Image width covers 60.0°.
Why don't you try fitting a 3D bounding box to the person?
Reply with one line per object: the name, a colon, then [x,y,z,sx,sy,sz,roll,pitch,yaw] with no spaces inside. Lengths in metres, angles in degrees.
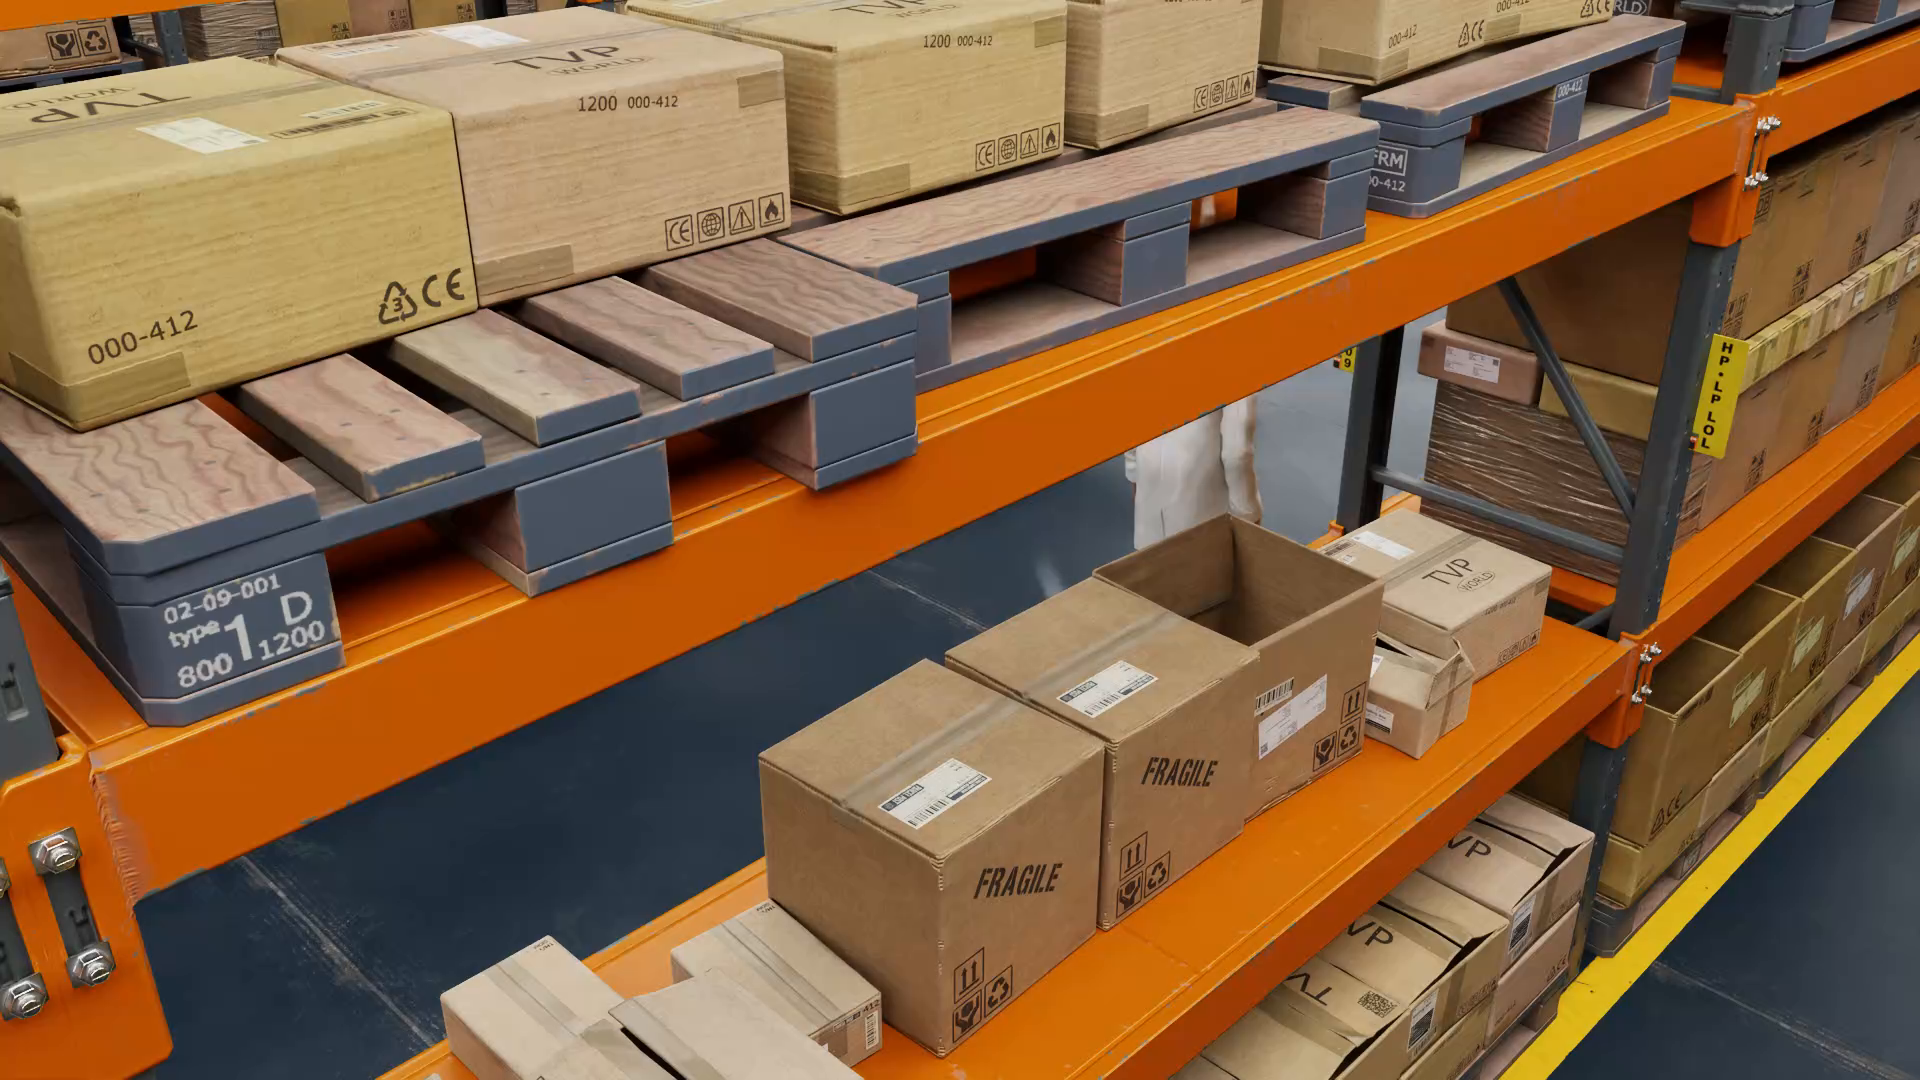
person: [0.897,-0.161,6.448,0.640,1.773,0.425,24,36,38]
